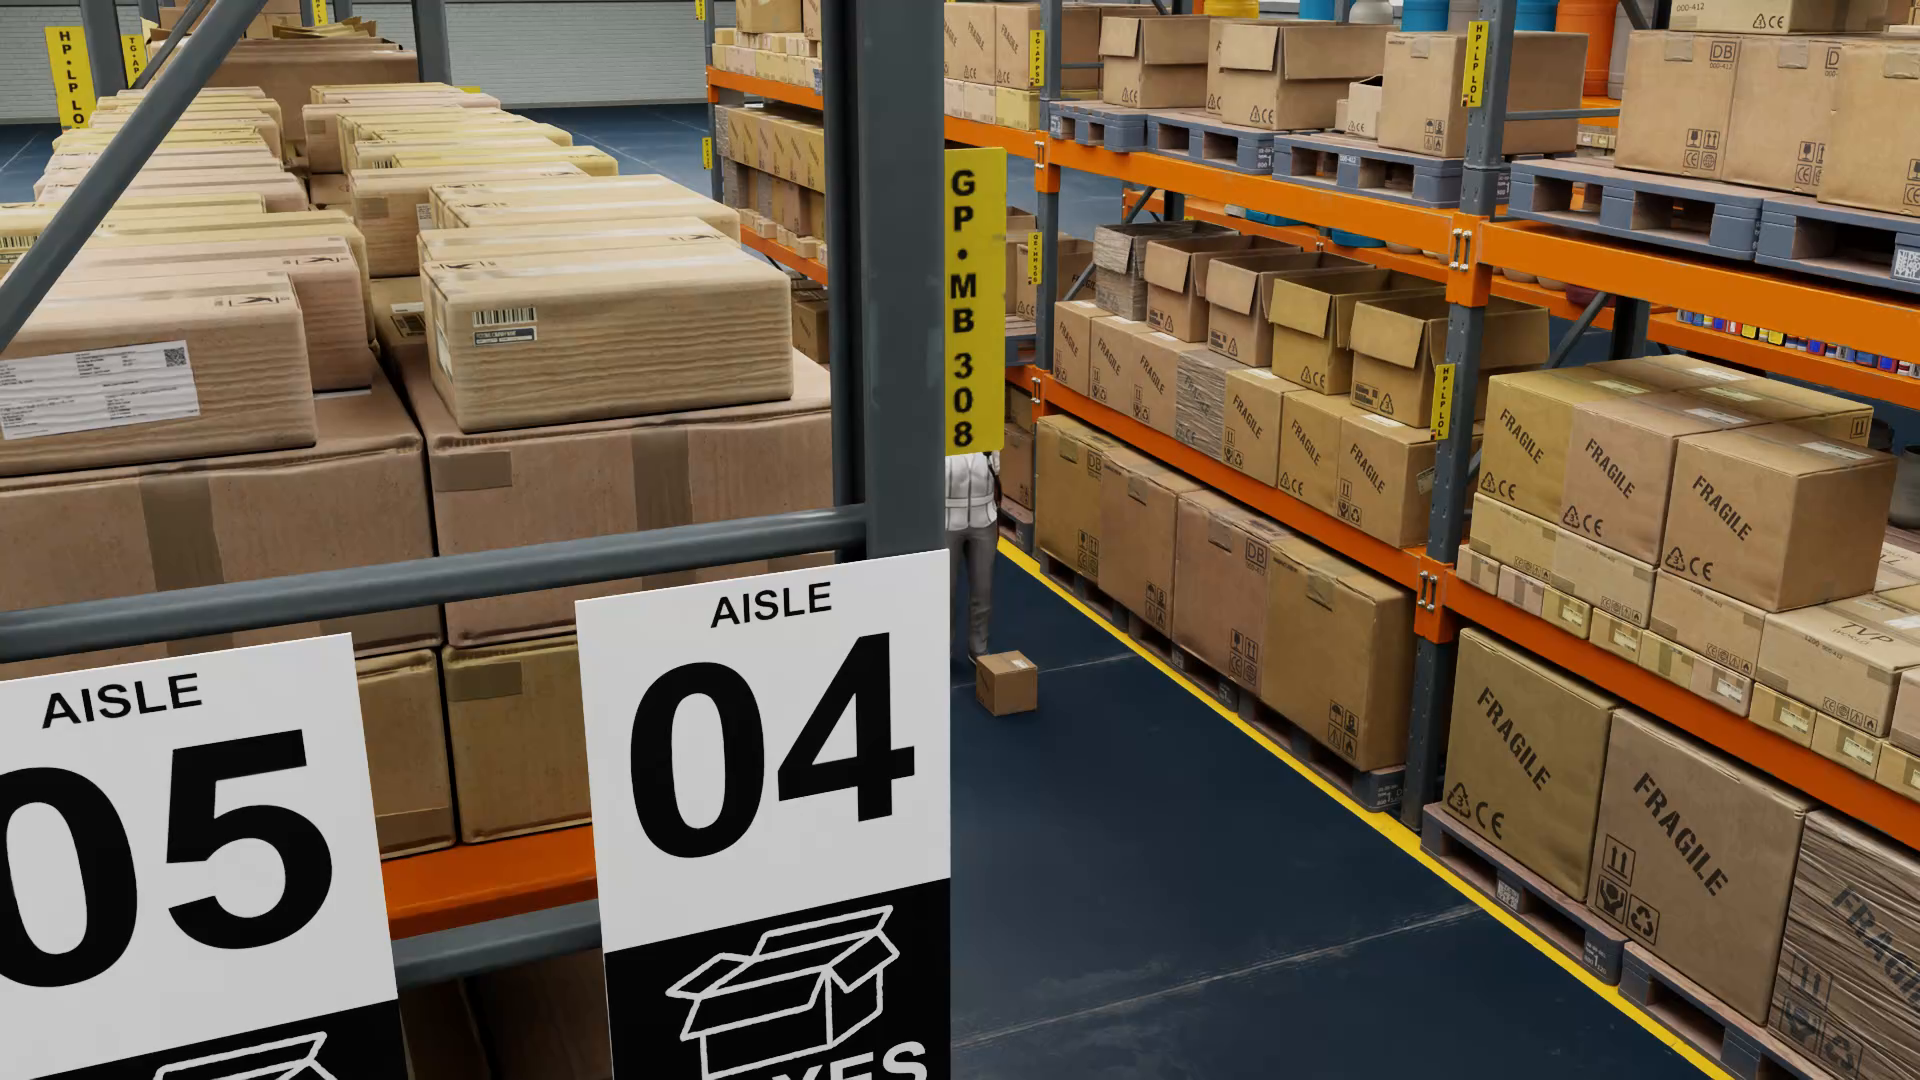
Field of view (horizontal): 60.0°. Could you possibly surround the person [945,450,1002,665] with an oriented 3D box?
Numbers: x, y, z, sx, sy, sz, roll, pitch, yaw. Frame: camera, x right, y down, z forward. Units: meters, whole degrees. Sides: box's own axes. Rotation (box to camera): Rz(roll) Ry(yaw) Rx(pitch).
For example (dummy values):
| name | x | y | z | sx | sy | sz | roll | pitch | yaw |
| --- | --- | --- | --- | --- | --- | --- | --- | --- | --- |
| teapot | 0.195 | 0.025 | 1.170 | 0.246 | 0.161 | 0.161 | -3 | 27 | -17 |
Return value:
| name | x | y | z | sx | sy | sz | roll | pitch | yaw |
| --- | --- | --- | --- | --- | --- | --- | --- | --- | --- |
| person | 0.008 | -0.078 | 9.182 | 0.481 | 1.701 | 0.393 | -5 | 20 | -15 |
